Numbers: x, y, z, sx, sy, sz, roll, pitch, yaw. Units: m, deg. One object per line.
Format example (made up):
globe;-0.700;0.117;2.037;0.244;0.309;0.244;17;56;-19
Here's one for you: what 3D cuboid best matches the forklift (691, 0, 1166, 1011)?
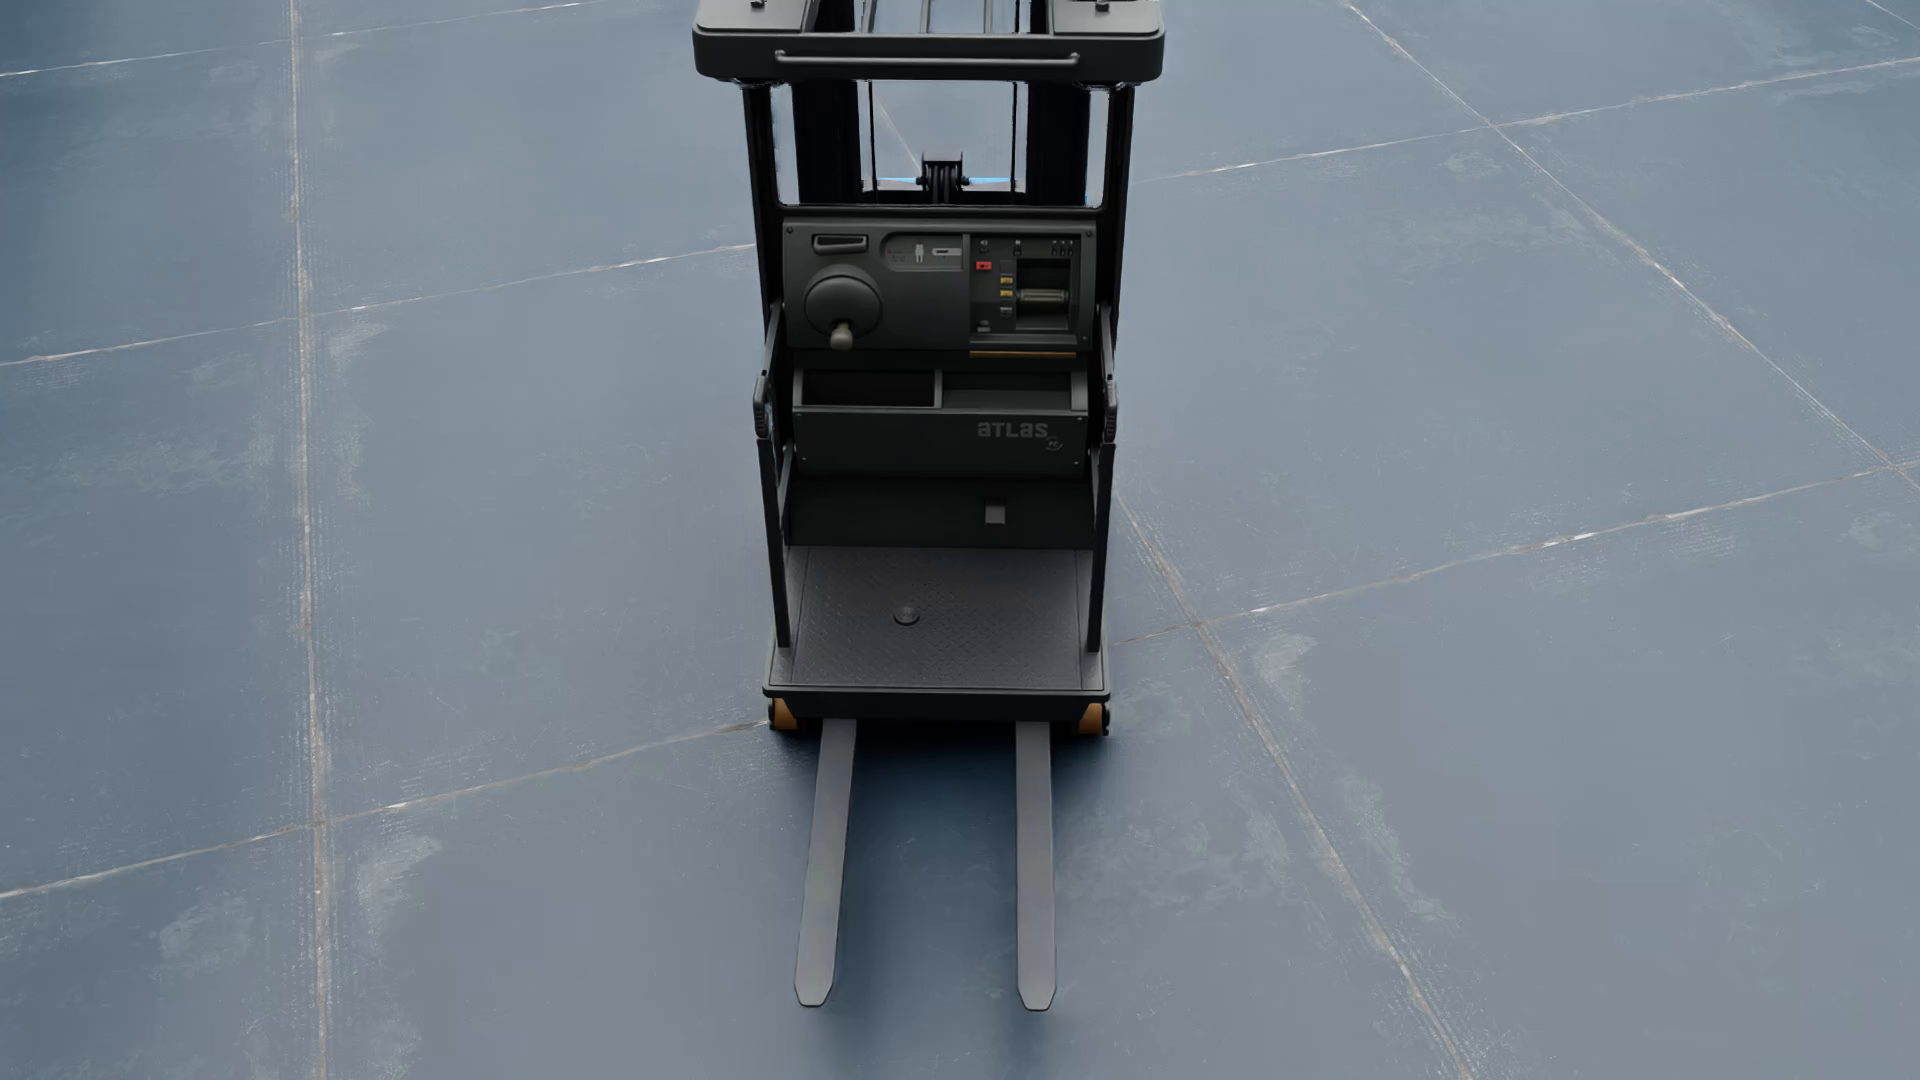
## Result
forklift;-0.064;-0.674;4.794;1.130;2.935;3.031;1;41;1
